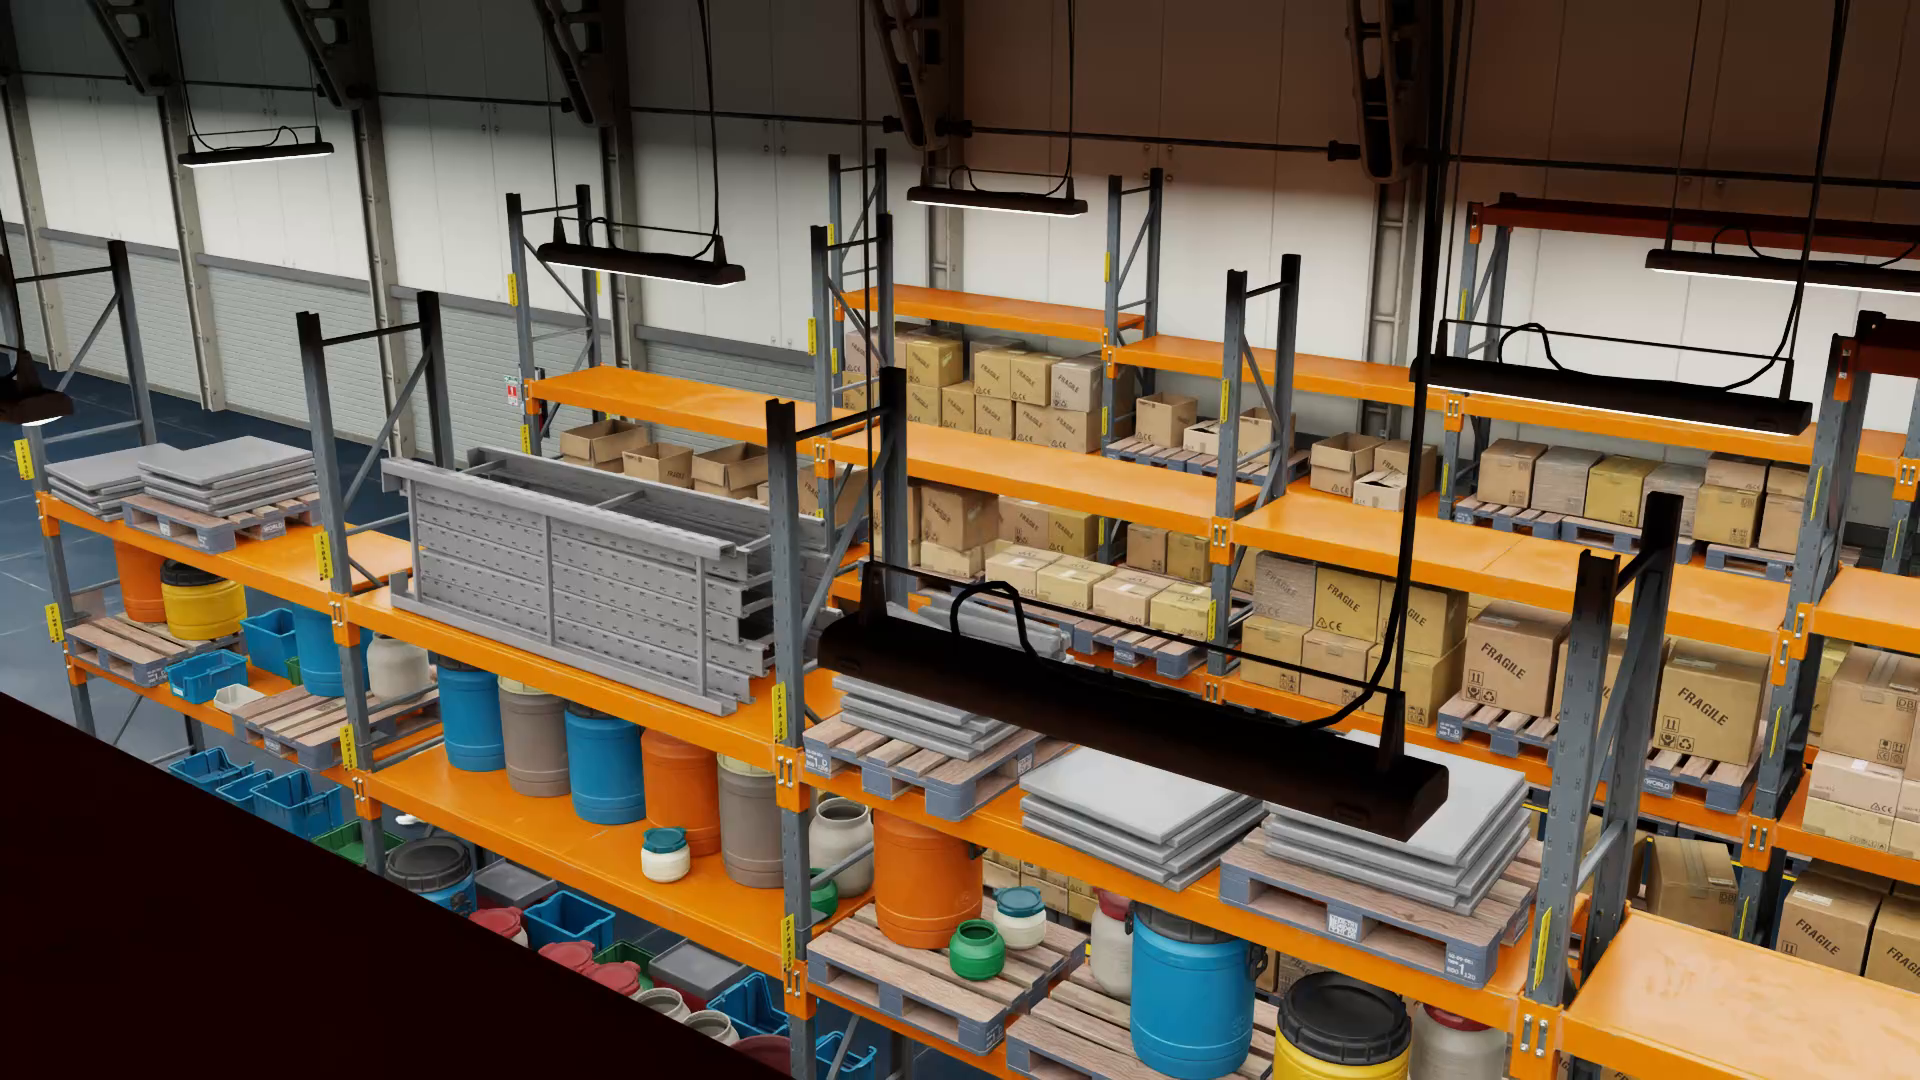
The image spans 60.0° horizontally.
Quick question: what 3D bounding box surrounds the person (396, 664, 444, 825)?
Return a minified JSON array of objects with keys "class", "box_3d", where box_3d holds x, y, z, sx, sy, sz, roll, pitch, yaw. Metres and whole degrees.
[{"class":"person","box_3d":[-5.126,2.030,16.234,0.898,1.752,0.596,-6,19,-17]}]
